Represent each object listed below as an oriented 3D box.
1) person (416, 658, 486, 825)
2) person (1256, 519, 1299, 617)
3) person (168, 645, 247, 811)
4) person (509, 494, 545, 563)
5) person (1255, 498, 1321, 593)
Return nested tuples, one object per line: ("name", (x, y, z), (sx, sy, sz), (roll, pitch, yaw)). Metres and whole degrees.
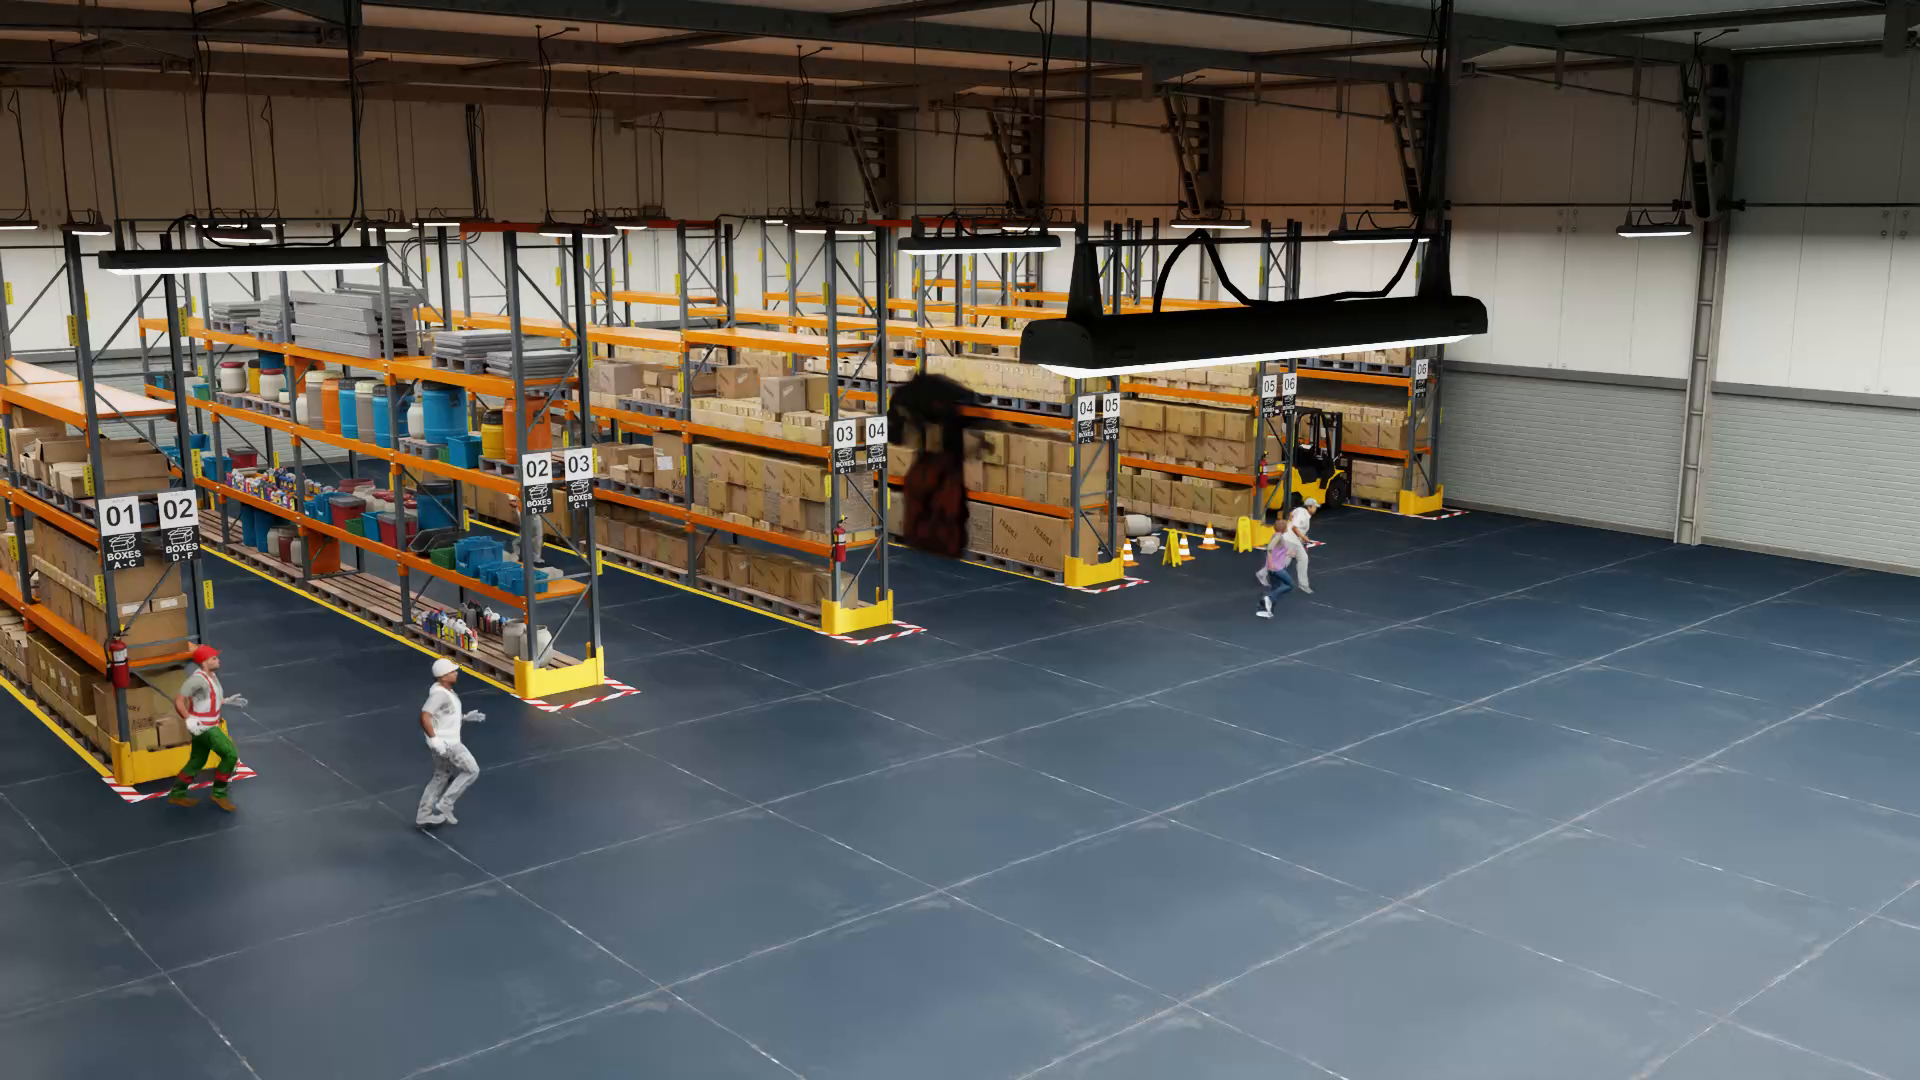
("person", (-5.244, 2.075, 17.101), (0.765, 1.752, 0.665), (-5, 12, -23))
("person", (4.911, 0.449, 25.724), (0.642, 1.514, 0.524), (0, 11, 0))
("person", (-7.973, 1.997, 17.557), (0.856, 1.811, 0.578), (-4, 12, -18))
("person", (-7.726, -0.457, 29.769), (0.791, 1.733, 0.714), (11, 16, 42))
("person", (5.432, 0.089, 27.542), (1.028, 1.628, 0.641), (2, 12, 10))
